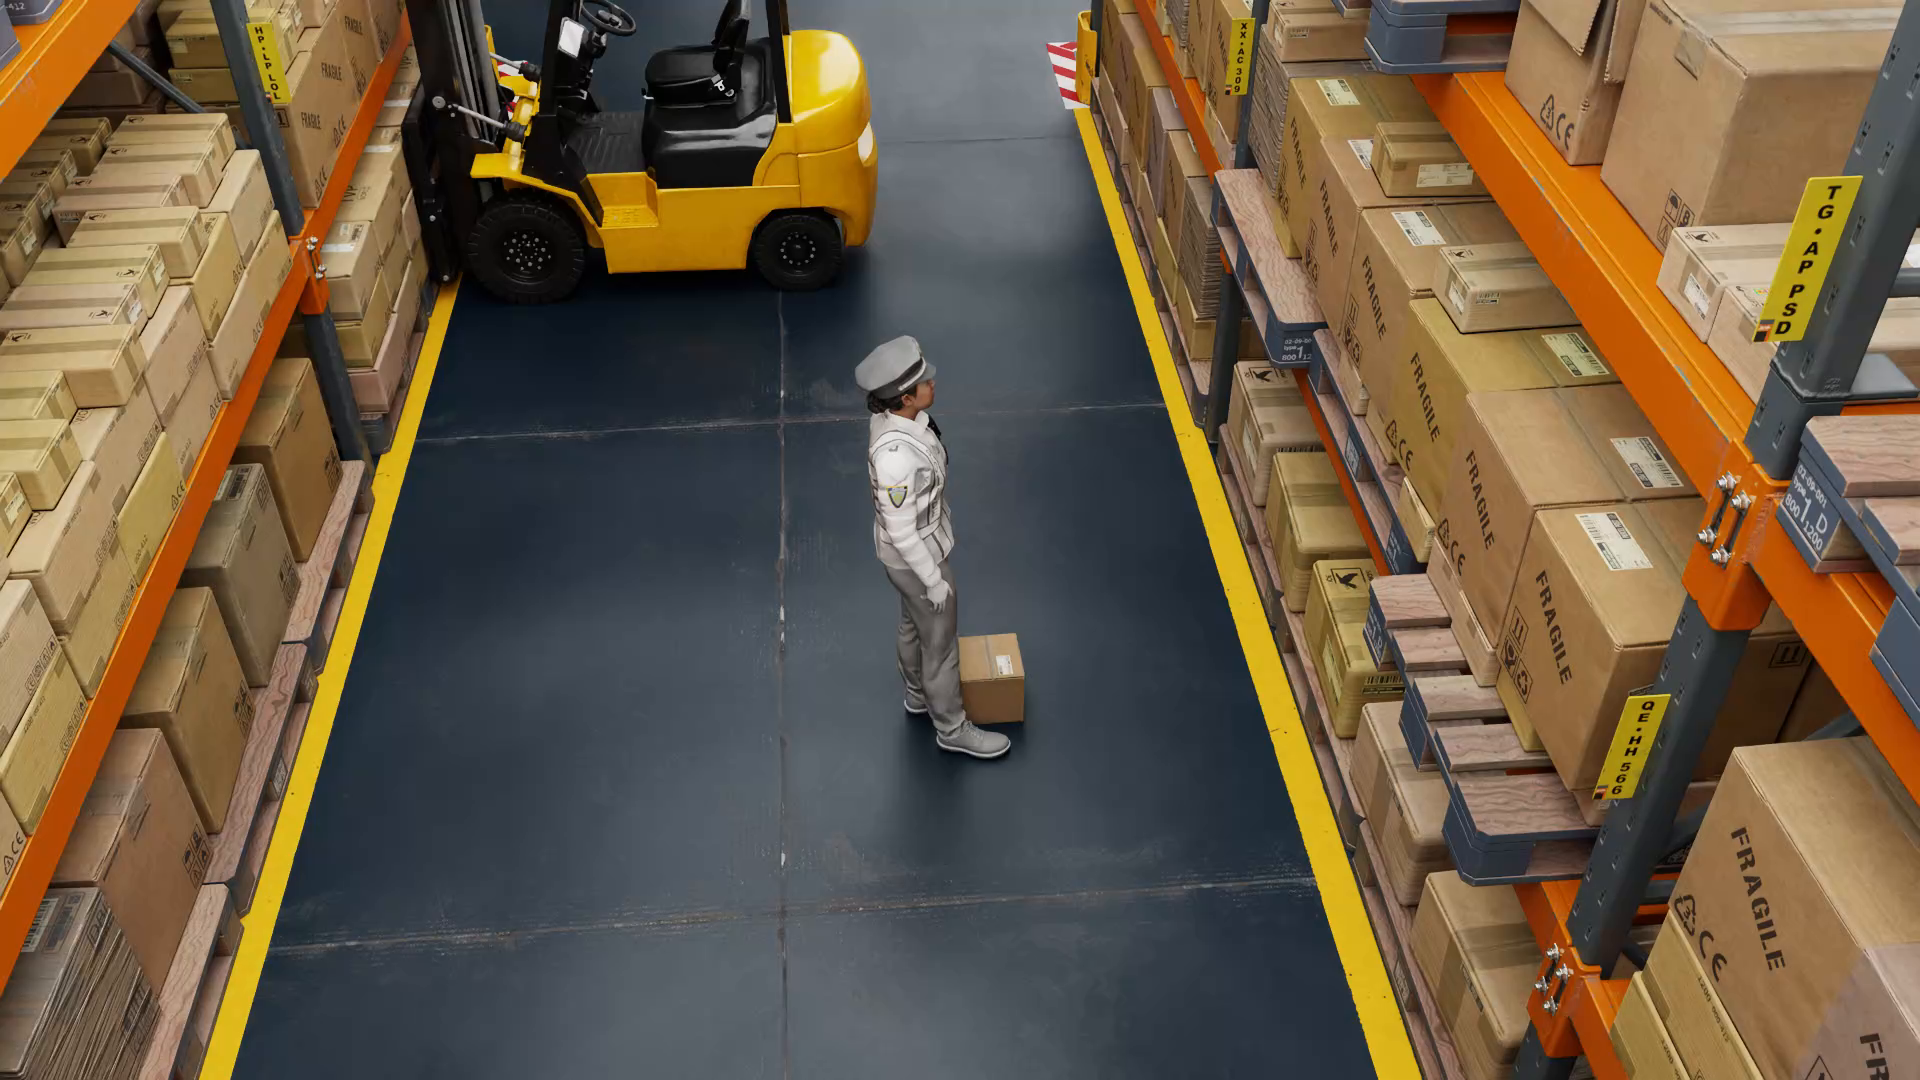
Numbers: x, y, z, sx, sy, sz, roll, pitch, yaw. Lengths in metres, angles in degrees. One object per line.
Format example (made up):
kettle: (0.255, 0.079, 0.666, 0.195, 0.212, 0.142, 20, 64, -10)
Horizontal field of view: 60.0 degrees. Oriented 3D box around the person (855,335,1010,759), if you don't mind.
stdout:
person: (-0.088, 0.018, 6.093, 0.529, 1.694, 0.587, -3, 39, -4)
